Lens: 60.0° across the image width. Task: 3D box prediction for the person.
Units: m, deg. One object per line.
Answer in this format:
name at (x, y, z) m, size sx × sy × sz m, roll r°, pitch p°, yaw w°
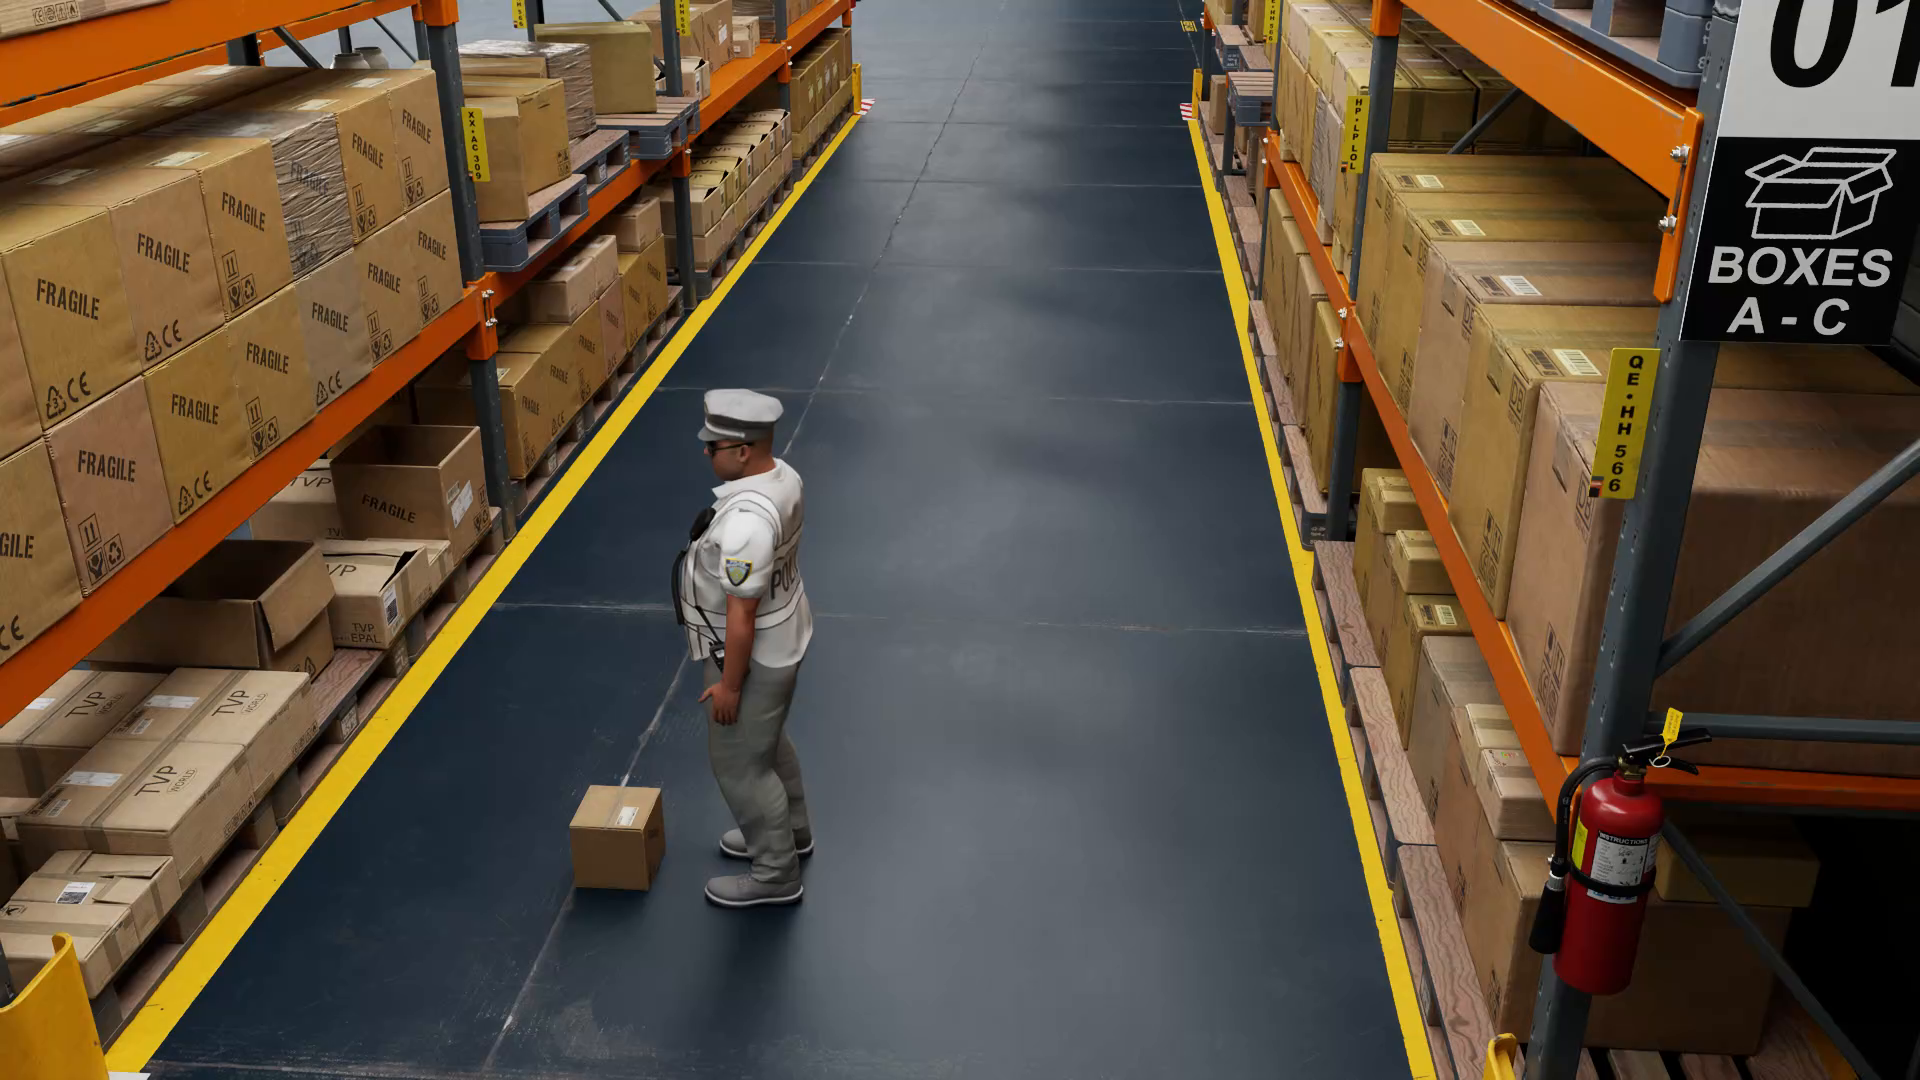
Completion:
person at (-0.677, 0.357, 5.314) m, size 0.393 × 1.746 × 0.528 m, roll 2°, pitch 24°, yaw 5°
